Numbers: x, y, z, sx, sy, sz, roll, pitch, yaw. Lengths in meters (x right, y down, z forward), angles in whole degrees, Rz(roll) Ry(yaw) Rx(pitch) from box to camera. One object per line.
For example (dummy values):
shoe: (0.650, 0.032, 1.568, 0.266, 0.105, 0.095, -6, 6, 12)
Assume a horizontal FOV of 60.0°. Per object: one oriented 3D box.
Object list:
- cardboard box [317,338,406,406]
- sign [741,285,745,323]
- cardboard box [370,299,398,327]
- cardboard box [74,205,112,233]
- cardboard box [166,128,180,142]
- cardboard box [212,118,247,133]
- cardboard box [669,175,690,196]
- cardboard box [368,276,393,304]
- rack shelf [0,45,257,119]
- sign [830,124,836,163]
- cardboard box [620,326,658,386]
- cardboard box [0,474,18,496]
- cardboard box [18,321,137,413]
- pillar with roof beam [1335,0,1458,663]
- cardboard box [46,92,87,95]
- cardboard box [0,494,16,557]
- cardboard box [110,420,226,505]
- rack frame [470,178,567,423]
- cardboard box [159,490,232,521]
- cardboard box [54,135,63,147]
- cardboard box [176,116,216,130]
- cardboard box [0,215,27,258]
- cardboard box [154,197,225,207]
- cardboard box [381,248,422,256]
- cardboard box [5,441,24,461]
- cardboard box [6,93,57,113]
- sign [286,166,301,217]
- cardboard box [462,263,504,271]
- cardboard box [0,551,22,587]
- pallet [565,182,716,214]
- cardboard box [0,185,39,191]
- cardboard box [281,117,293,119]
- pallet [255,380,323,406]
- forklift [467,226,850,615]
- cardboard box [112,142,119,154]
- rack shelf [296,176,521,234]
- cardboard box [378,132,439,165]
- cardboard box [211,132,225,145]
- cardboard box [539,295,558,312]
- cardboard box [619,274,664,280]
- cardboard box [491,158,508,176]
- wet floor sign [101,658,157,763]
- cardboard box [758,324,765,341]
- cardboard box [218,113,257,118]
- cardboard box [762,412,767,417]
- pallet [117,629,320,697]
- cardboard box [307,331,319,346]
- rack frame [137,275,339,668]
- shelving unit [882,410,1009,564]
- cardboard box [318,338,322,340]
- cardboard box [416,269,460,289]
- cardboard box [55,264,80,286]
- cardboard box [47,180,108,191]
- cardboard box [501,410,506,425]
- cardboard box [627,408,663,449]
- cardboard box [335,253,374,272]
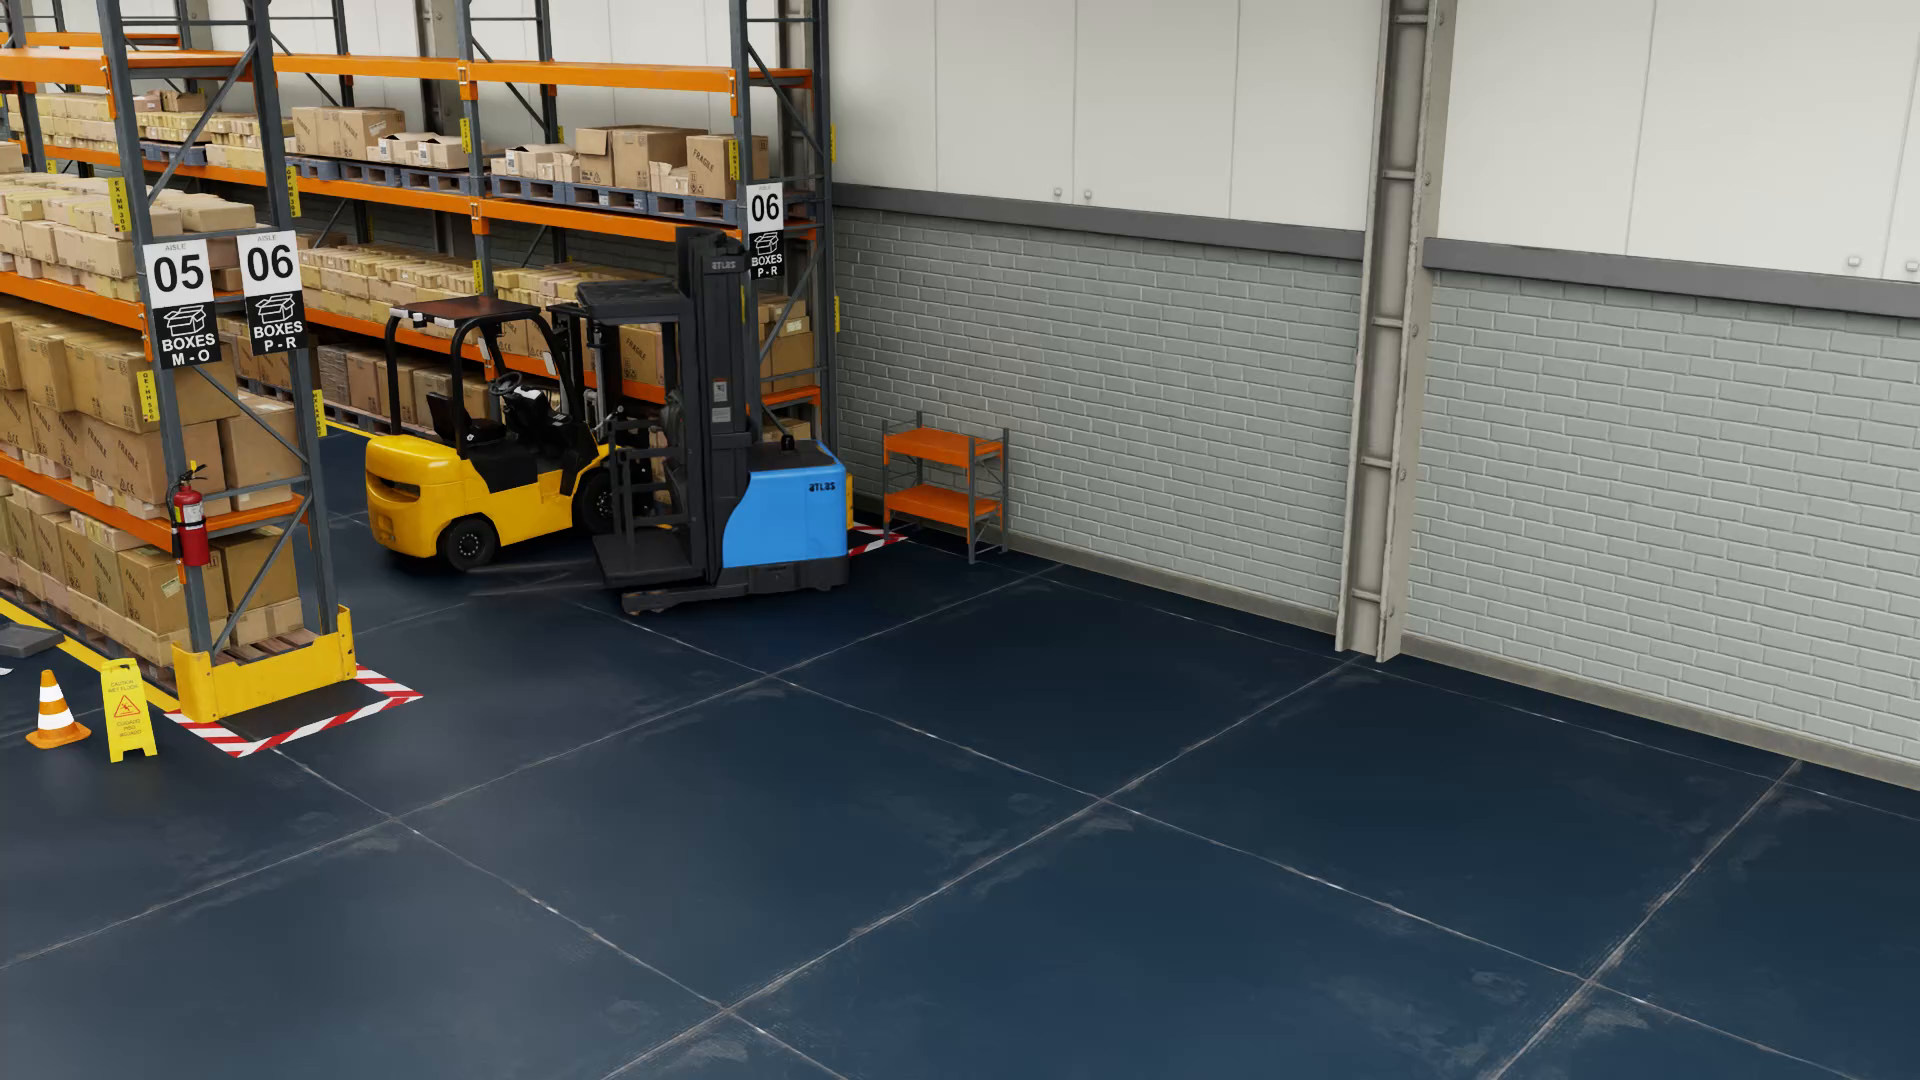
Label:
cardboard box: (-7.026, -2.006, 19.704, 0.625, 0.625, 0.875, 16, 24, 41)
sign: (-1.870, -2.004, 14.162, 0.005, 0.325, 0.100, 15, 23, 39)
cardboard box: (-6.164, -2.541, 18.408, 0.500, 0.250, 0.500, 16, 24, 41)
cardboard box: (-5.611, -2.134, 11.016, 0.250, 0.149, 0.380, 15, 23, 39)
cardboard box: (-9.566, -5.019, 20.565, 0.250, 0.149, 0.380, 16, 23, 41)
cardboard box: (-8.717, -4.968, 19.946, 0.250, 0.149, 0.380, 14, 23, 38)
cardboard box: (-2.321, -3.115, 14.565, 0.250, 0.149, 0.380, 14, 22, 38)
cardboard box: (-6.161, -2.781, 18.338, 0.500, 0.250, 0.500, 15, 23, 40)
rack shelf: (-6.288, -3.252, 11.677, 4.000, 0.370, 1.077, 15, 23, 39)
sign: (-1.127, -3.468, 14.545, 0.005, 0.325, 0.100, 15, 23, 39)
cardboard box: (-2.808, -1.755, 15.519, 0.500, 0.500, 0.500, 14, 23, 38)
cardboard box: (-7.468, -0.477, 13.194, 0.250, 0.149, 0.380, 15, 23, 40)
cardboard box: (-6.142, -1.237, 11.741, 0.500, 0.500, 0.700, 15, 23, 39)
pillar with roof beam: (0.208, -2.484, 8.062, 0.400, 9.000, 9.100, 15, 23, 39)
cardboard box: (-12.949, -6.384, 24.240, 0.500, 0.250, 0.500, 14, 22, 38)
cardboard box: (-7.521, -0.206, 13.414, 0.500, 0.500, 0.500, 16, 24, 42)
cardboard box: (-5.380, -0.572, 11.297, 0.500, 0.500, 0.500, 15, 23, 38)
rack frame: (-4.492, -2.262, 17.282, 0.127, 3.000, 1.000, 15, 23, 39)
cardboard box: (-5.213, -0.243, 11.332, 0.250, 0.149, 0.380, 16, 24, 41)
cardboard box: (-12.301, -5.535, 23.052, 0.250, 0.149, 0.380, 15, 23, 39)
cardboard box: (-9.352, -5.113, 20.370, 0.250, 0.149, 0.380, 15, 23, 40)
cardboard box: (-6.499, -2.183, 11.828, 0.500, 0.250, 0.500, 15, 23, 40)
cardboard box: (-5.267, -2.254, 11.394, 0.250, 0.149, 0.380, 15, 23, 39)
cardboard box: (-6.453, -3.276, 19.239, 0.250, 0.149, 0.380, 14, 23, 38)
cardboard box: (-7.157, -0.740, 12.900, 0.250, 0.149, 0.380, 16, 24, 41)
cardboard box: (-13.302, -6.264, 23.862, 0.500, 0.250, 0.500, 15, 23, 39)
sign: (-4.432, -2.305, 11.011, 0.005, 0.325, 0.100, 15, 23, 39)
cardboard box: (-5.169, -2.901, 18.056, 0.250, 0.149, 0.380, 15, 23, 39)
cardboard box: (-7.521, 0.151, 13.528, 0.500, 0.250, 0.500, 14, 22, 37)
pallet: (-2.928, -3.240, 15.548, 1.213, 0.211, 1.003, 15, 23, 39)
cardboard box: (-6.961, -2.494, 12.149, 0.250, 0.149, 0.380, 14, 22, 37)
cardboard box: (-8.163, -5.042, 20.178, 0.250, 0.149, 0.380, 16, 24, 41)
pallet: (-8.017, -1.895, 20.734, 1.213, 0.211, 1.003, 15, 23, 39)
forklift: (-2.490, -0.981, 13.358, 3.031, 2.935, 1.130, -5, 18, -17)
cardboard box: (-10.940, -5.184, 21.944, 0.250, 0.149, 0.380, 15, 23, 39)
rack shelf: (-5.987, -3.751, 18.202, 4.000, 0.370, 1.077, 15, 23, 39)
cardboard box: (-5.769, -4.142, 17.533, 0.500, 0.311, 0.500, 14, 22, 37)
cardboard box: (-8.853, -4.895, 20.207, 0.250, 0.149, 0.380, 16, 24, 41)
cardboard box: (-3.884, -2.332, 16.263, 0.250, 0.149, 0.380, 16, 23, 40)
cardboard box: (-3.116, -2.501, 16.304, 0.250, 0.149, 0.380, 15, 23, 39)
cardboard box: (-4.357, -3.661, 16.287, 0.250, 0.149, 0.380, 16, 23, 40)
wet floor sign: (-5.360, 1.067, 10.683, 0.267, 0.644, 0.232, -9, 20, -27)
cardboard box: (-1.945, -1.822, 14.658, 0.250, 0.149, 0.380, 15, 23, 40)
cardboard box: (-9.003, -5.231, 20.741, 0.250, 0.149, 0.380, 16, 23, 41)
cardboard box: (-2.110, -1.064, 15.705, 0.500, 0.250, 0.500, 15, 23, 39)
pallet: (-5.433, 0.807, 12.219, 1.213, 0.211, 1.003, 15, 23, 39)
cardboard box: (-8.021, -2.425, 20.161, 0.250, 0.149, 0.380, 14, 22, 37)
rack frame: (-4.792, -0.336, 11.210, 0.127, 3.000, 1.000, 15, 23, 39)
shelving unit: (-0.135, -0.485, 14.779, 1.048, 1.125, 0.538, 15, 23, 39)
cardboard box: (-7.966, -2.325, 20.918, 0.500, 0.500, 0.500, 15, 23, 39)
cardboard box: (-5.532, -2.769, 17.641, 0.250, 0.149, 0.380, 14, 22, 38)
cardboard box: (-5.991, -1.863, 11.479, 0.250, 0.149, 0.380, 15, 23, 39)
cardboard box: (-6.612, -2.609, 12.512, 0.250, 0.149, 0.380, 14, 23, 38)
cardboard box: (-4.335, -1.223, 17.033, 0.500, 0.250, 0.500, 15, 23, 39)
cardboard box: (-2.821, -1.048, 15.652, 0.500, 0.250, 0.500, 15, 23, 40)
cardboard box: (-6.827, -3.143, 18.819, 0.250, 0.149, 0.380, 15, 23, 40)
